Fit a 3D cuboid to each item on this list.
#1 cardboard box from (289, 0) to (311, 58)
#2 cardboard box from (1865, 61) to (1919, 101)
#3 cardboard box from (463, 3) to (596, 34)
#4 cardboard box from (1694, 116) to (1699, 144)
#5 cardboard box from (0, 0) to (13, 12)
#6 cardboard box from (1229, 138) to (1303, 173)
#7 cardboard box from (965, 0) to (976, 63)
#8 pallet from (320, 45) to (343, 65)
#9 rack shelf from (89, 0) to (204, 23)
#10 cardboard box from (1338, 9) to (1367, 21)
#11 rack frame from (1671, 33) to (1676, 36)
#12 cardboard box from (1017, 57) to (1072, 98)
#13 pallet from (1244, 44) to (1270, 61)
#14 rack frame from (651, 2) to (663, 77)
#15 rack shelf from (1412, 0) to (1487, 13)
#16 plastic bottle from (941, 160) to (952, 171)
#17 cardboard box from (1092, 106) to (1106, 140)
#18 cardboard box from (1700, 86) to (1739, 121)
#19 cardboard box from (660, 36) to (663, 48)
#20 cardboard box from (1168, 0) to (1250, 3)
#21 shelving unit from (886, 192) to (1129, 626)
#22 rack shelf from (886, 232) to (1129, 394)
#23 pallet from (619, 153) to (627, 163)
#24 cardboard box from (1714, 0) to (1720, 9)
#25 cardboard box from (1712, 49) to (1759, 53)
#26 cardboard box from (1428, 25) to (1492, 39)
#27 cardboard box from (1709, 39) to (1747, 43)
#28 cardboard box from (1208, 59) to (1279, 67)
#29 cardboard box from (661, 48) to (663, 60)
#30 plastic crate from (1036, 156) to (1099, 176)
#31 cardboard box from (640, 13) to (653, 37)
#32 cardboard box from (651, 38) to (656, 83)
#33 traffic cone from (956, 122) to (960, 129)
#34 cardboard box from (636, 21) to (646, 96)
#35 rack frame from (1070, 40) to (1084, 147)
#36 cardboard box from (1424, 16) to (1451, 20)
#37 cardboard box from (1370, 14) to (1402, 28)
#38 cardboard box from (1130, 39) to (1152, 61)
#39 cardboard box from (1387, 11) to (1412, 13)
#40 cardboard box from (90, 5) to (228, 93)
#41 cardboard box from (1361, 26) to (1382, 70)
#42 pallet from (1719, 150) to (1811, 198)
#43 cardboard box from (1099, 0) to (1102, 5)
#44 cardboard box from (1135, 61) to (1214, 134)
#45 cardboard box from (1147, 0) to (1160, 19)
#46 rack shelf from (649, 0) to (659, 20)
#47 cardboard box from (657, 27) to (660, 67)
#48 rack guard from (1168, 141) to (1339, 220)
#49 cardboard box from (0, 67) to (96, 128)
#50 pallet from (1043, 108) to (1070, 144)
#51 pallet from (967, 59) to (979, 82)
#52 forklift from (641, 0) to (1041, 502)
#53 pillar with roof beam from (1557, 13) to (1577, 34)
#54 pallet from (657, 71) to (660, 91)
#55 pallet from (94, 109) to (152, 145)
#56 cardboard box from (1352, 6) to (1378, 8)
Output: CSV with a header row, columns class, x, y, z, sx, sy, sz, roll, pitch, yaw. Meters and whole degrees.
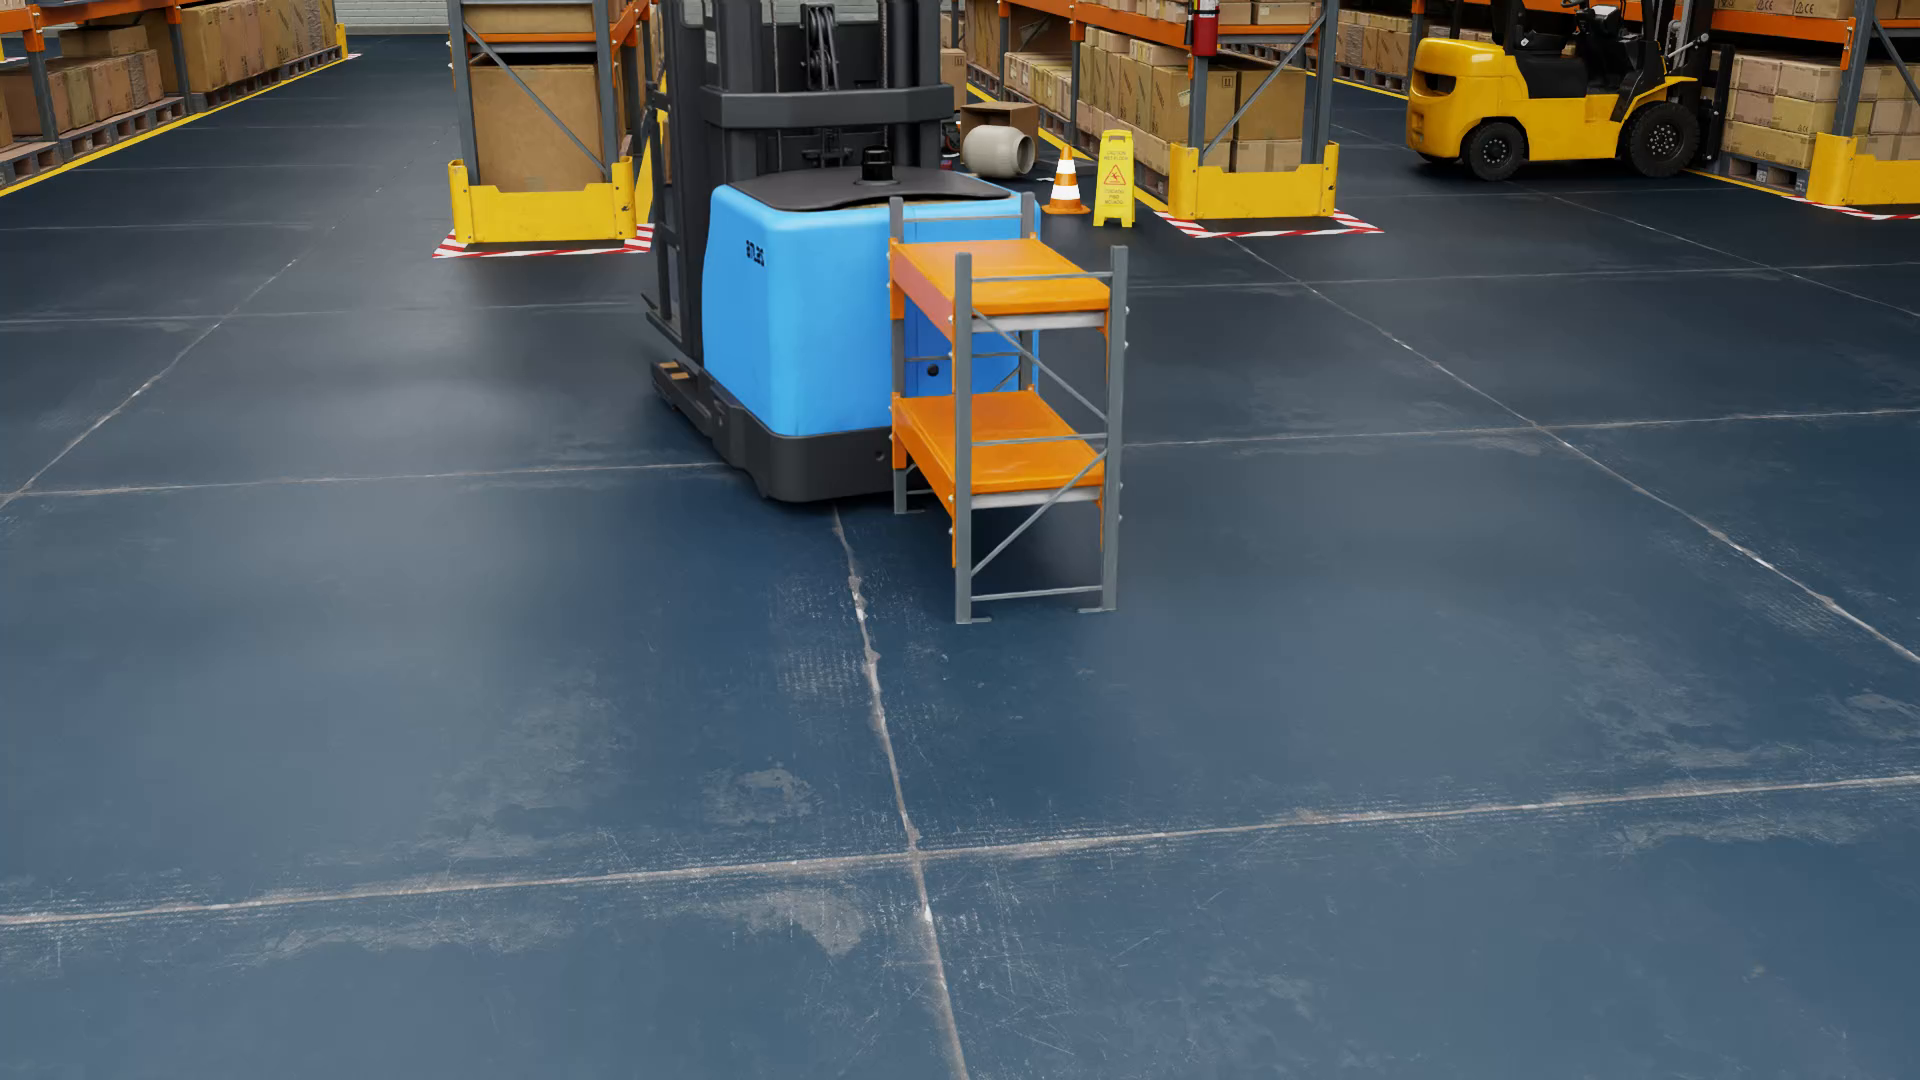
class,x,y,z,sx,sy,sz,roll,pitch,yaw
cardboard box,-9.570,-7.137,22.975,0.875,0.875,0.875,-3,21,-8
cardboard box,7.142,-3.541,12.811,0.500,0.250,0.500,-3,21,-9
cardboard box,-2.870,-3.649,10.983,0.875,0.550,0.550,-3,21,-8
cardboard box,6.421,-3.569,14.314,0.500,0.250,0.500,-2,21,-6
cardboard box,-7.922,-4.358,13.455,0.380,0.149,0.250,-3,21,-8
cardboard box,2.270,-2.939,12.627,0.500,0.250,0.500,-3,21,-8
cardboard box,0.551,-6.882,22.292,0.875,0.875,0.875,-2,21,-6
pallet,-9.808,-7.197,24.685,1.003,0.211,1.213,-3,21,-8
rack shelf,-9.136,-6.362,19.492,1.077,0.370,4.000,-3,21,-8
cardboard box,5.300,-7.061,22.379,0.380,0.149,0.250,-3,21,-9
rack frame,6.447,-5.373,15.816,1.000,3.000,0.127,-3,21,-8
cardboard box,1.145,-5.021,18.028,0.950,0.372,0.625,-3,21,-9
pallet,5.017,-7.498,25.490,1.003,0.211,1.213,-3,21,-8
rack frame,-4.501,-7.607,21.796,1.000,3.000,0.127,-3,21,-8
rack shelf,5.582,-7.114,21.504,1.077,0.370,4.000,-3,21,-8
plastic bottle,-0.134,-3.204,14.207,0.133,0.061,0.283,1,20,2
cardboard box,1.442,-3.628,14.473,0.500,0.250,0.500,-2,21,-5
cardboard box,6.487,-3.636,13.779,0.500,0.250,0.500,-3,21,-9
cardboard box,-4.237,-6.749,22.548,0.380,0.149,0.250,-2,21,-5
cardboard box,1.761,-4.097,11.830,0.500,0.500,0.500,-3,21,-9
shelving unit,0.120,-0.466,5.355,0.538,1.125,1.048,-5,21,-12
rack shelf,0.120,-0.740,5.253,0.538,0.278,1.000,-5,21,-12
pallet,-3.137,-2.840,13.019,1.003,0.211,1.213,-3,21,-8
cardboard box,6.470,-4.723,13.933,0.500,0.500,0.500,-3,21,-7
cardboard box,6.421,-4.036,14.135,0.500,0.250,0.500,-3,21,-9
cardboard box,5.947,-5.626,19.286,0.875,0.625,0.625,-2,21,-6
cardboard box,6.797,-4.415,15.151,0.500,0.250,0.500,-3,21,-9
cardboard box,2.186,-3.479,13.001,0.500,0.500,0.500,-4,21,-10
cardboard box,-4.236,-6.610,22.602,0.380,0.149,0.250,-4,21,-10
plastic crate,0.951,-3.169,14.087,0.402,0.080,0.583,-11,23,-26
cardboard box,-3.858,-6.026,19.463,0.500,0.250,0.500,-3,21,-8
cardboard box,-3.774,-5.505,19.142,0.500,0.500,0.500,-4,21,-10
traffic cone,-0.028,-4.292,16.546,0.336,0.463,0.334,-3,21,-8
cardboard box,-3.926,-5.149,17.831,1.050,0.750,0.750,-3,21,-8
rack frame,1.536,-5.122,15.142,1.000,3.000,0.127,-3,21,-8
cardboard box,5.977,-6.460,20.769,0.380,0.149,0.250,-3,21,-7
cardboard box,5.455,-6.612,21.179,0.380,0.149,0.250,-3,21,-9
cardboard box,1.550,-3.867,13.113,0.380,0.149,0.250,-2,21,-5
cardboard box,5.861,-6.914,21.986,0.380,0.149,0.250,-3,21,-7
cardboard box,-8.926,-5.448,18.453,1.225,0.875,0.875,-4,21,-10
cardboard box,5.457,-6.274,21.201,0.500,0.500,0.500,-2,21,-5
pallet,6.872,-2.945,13.299,1.003,0.211,1.213,-3,21,-8
cardboard box,1.420,-4.703,14.381,0.380,0.149,0.250,-3,21,-8
cardboard box,1.660,-3.441,12.901,0.500,0.500,0.500,-2,21,-6
cardboard box,1.618,-3.997,12.491,0.380,0.149,0.250,-3,21,-7
rack shelf,-4.213,-6.577,20.068,1.077,0.370,4.000,-3,21,-8
cardboard box,-4.145,-6.389,21.508,0.500,0.500,0.500,-3,21,-9
rack guard,2.101,-2.592,11.942,1.175,0.500,0.348,-3,21,-8
cardboard box,-8.388,-4.037,15.181,0.700,0.500,0.500,-3,21,-8
pallet,1.422,-4.085,16.351,1.003,0.211,1.213,-3,21,-8
pallet,0.568,-6.322,22.341,1.003,0.211,1.213,-3,21,-8
forklift,-0.727,-1.986,6.845,1.130,2.935,3.031,-8,22,-21
pillar with roof beam,2.690,-8.946,16.806,9.100,9.000,0.400,-3,21,-8
pallet,-4.208,-5.608,20.429,1.003,0.211,1.213,-3,21,-8
pallet,-8.564,-4.008,16.147,1.003,0.211,1.213,-3,21,-8
cardboard box,5.632,-7.360,23.180,0.380,0.149,0.250,-4,21,-10
